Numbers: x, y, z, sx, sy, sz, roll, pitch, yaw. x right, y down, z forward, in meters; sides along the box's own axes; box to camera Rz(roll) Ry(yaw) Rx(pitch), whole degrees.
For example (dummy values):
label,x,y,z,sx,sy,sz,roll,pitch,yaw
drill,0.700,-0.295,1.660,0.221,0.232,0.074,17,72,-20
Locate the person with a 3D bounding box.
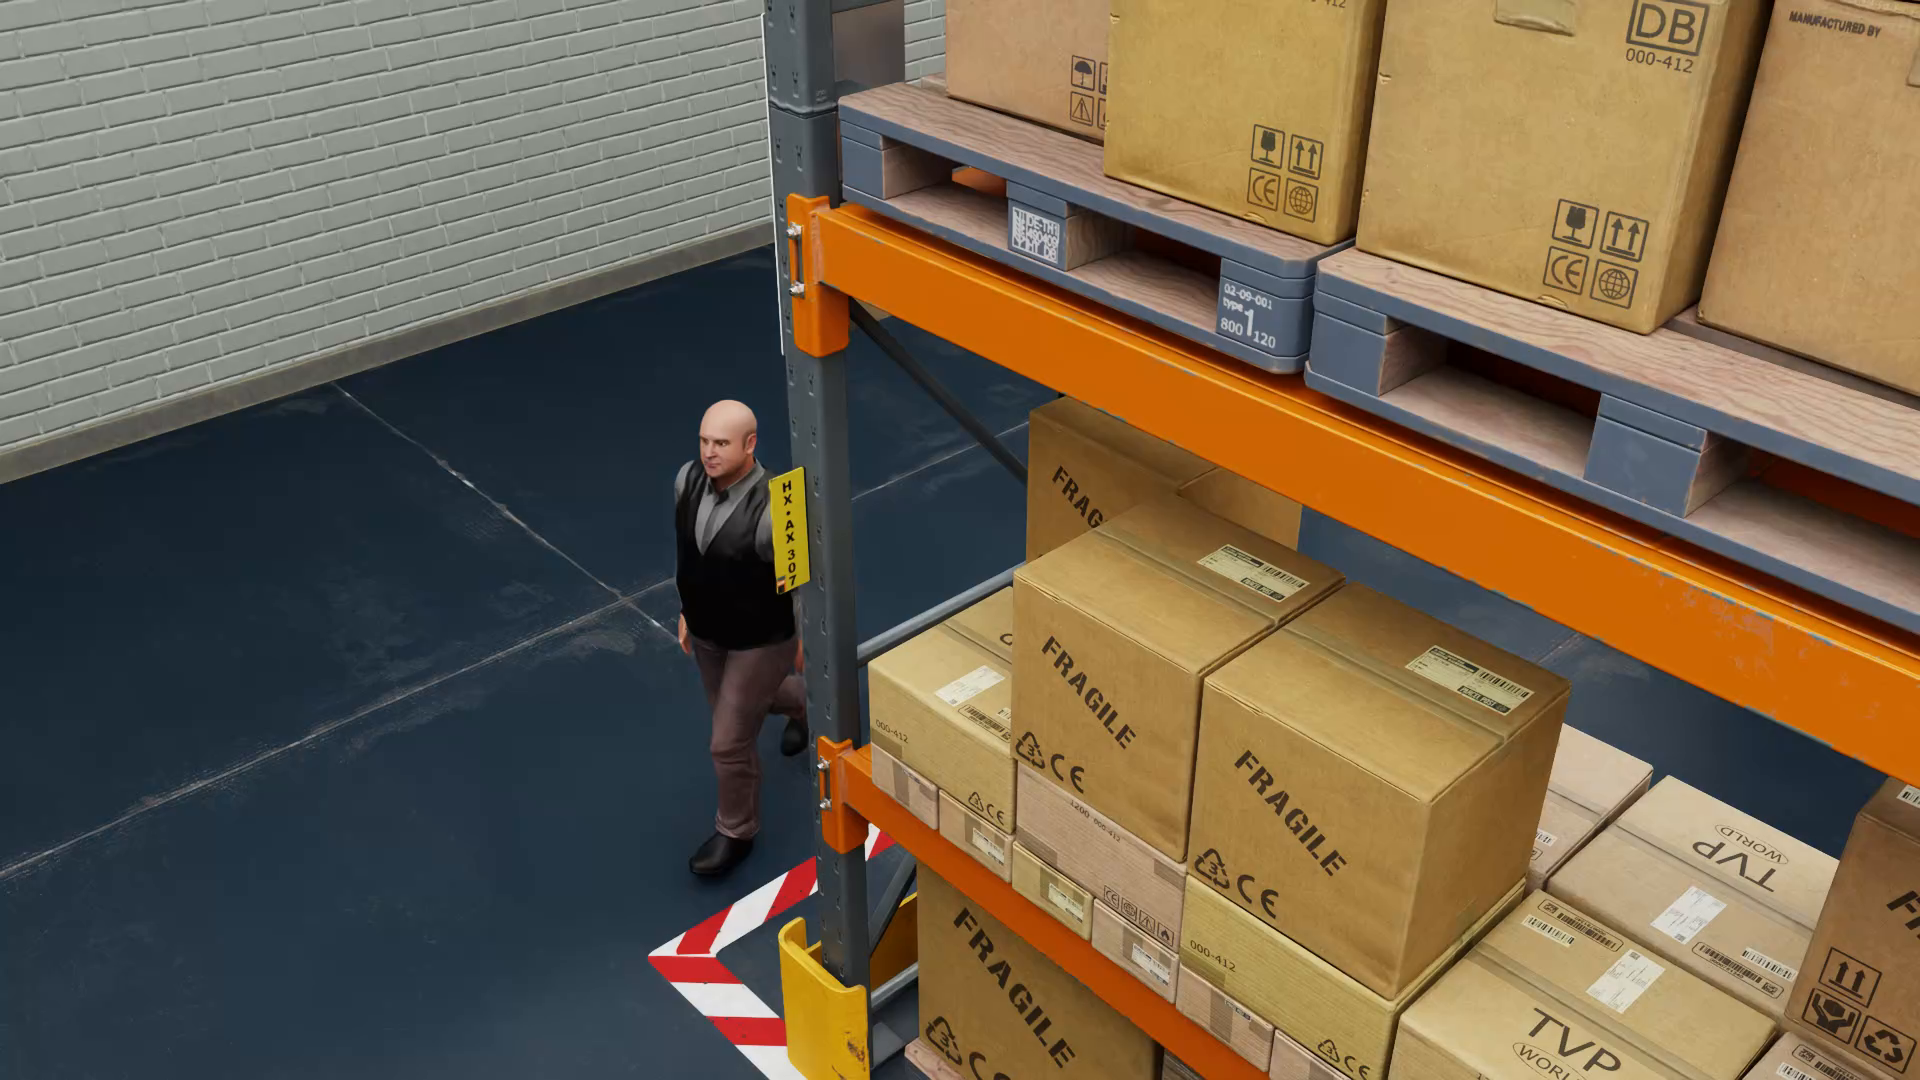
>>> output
label,x,y,z,sx,sy,sz,roll,pitch,yaw
person,-0.714,0.271,5.714,0.532,1.694,0.905,22,38,31
